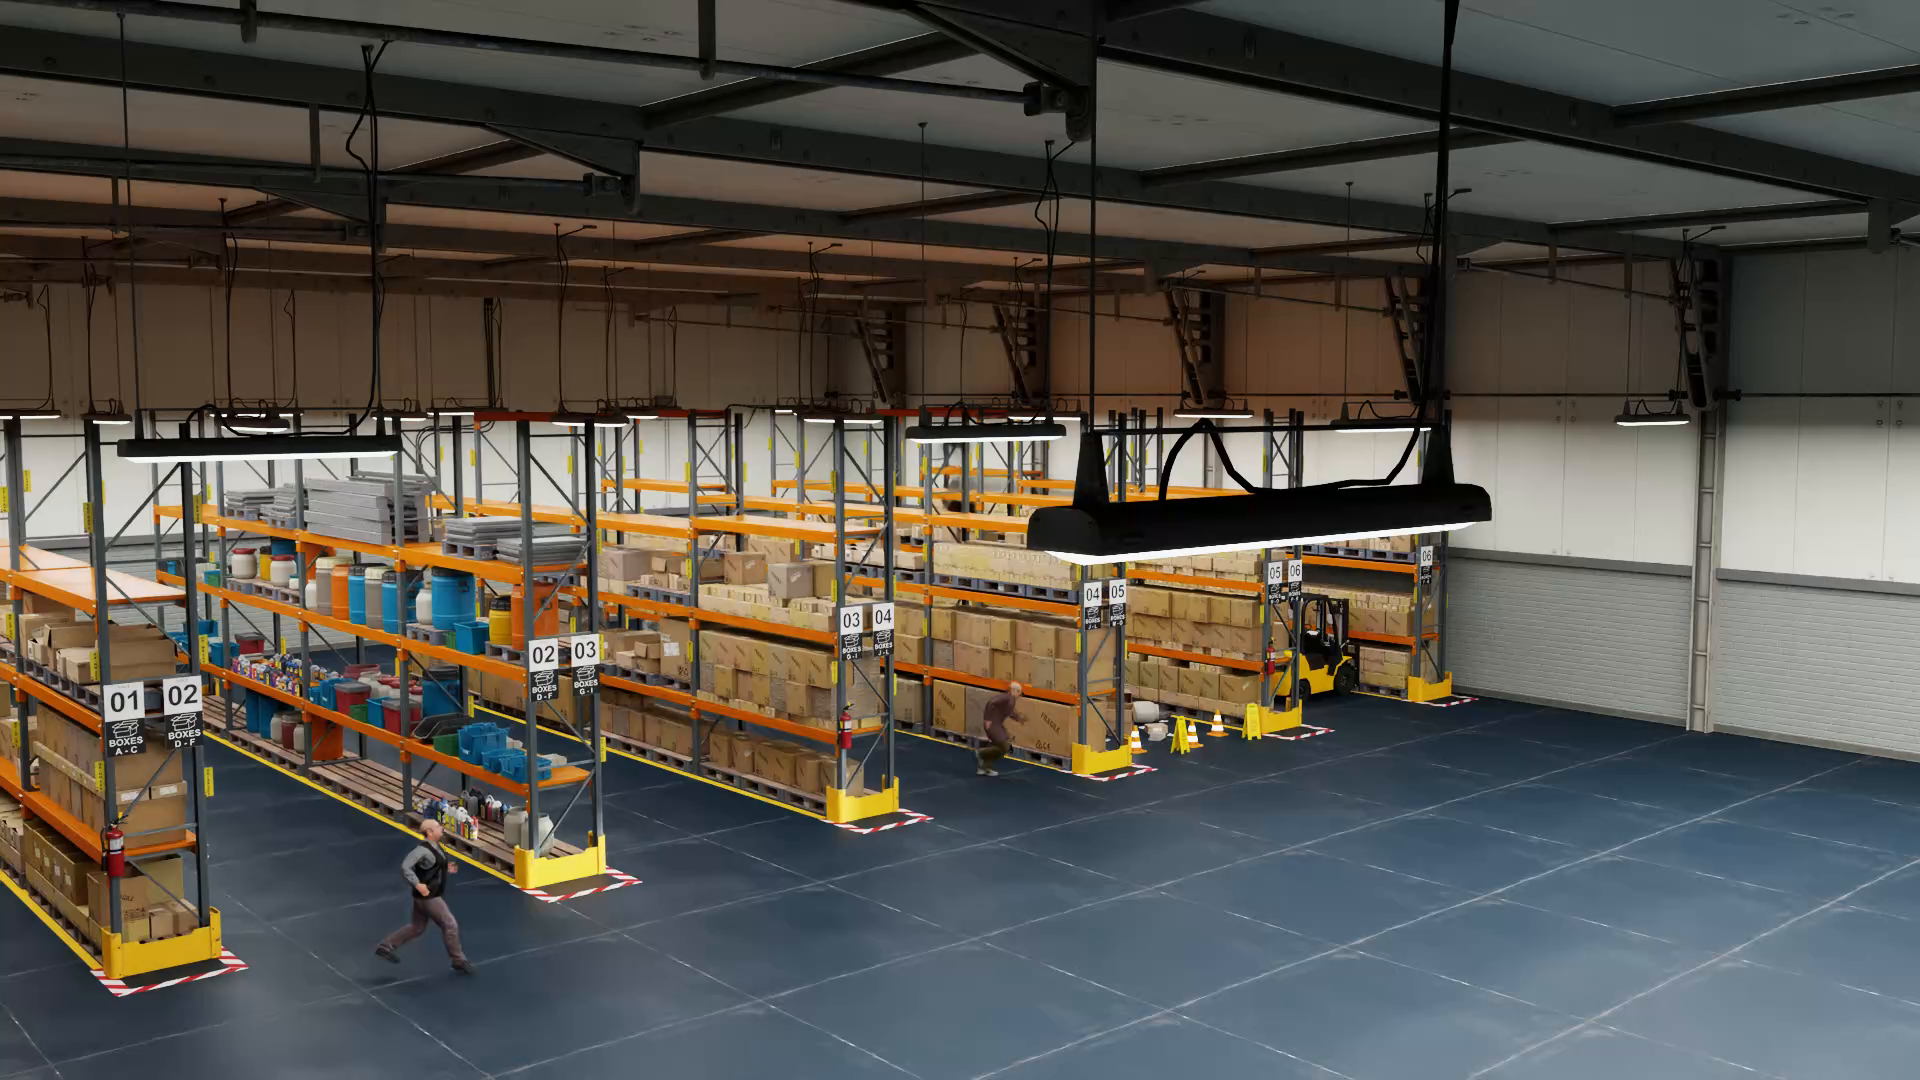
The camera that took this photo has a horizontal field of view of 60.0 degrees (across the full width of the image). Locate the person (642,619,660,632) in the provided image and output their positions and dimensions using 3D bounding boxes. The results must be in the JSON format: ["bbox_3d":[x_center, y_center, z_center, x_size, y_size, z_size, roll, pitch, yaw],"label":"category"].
[{"bbox_3d":[-7.677,1.835,41.280,0.727,1.821,0.702,-1,5,-8],"label":"person"}]

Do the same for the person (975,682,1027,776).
[{"bbox_3d":[0.661,3.133,27.443,0.868,1.598,0.736,2,5,18],"label":"person"}]

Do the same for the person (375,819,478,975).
[{"bbox_3d":[-5.822,3.902,18.090,1.072,1.762,0.621,-1,5,-16],"label":"person"}]
